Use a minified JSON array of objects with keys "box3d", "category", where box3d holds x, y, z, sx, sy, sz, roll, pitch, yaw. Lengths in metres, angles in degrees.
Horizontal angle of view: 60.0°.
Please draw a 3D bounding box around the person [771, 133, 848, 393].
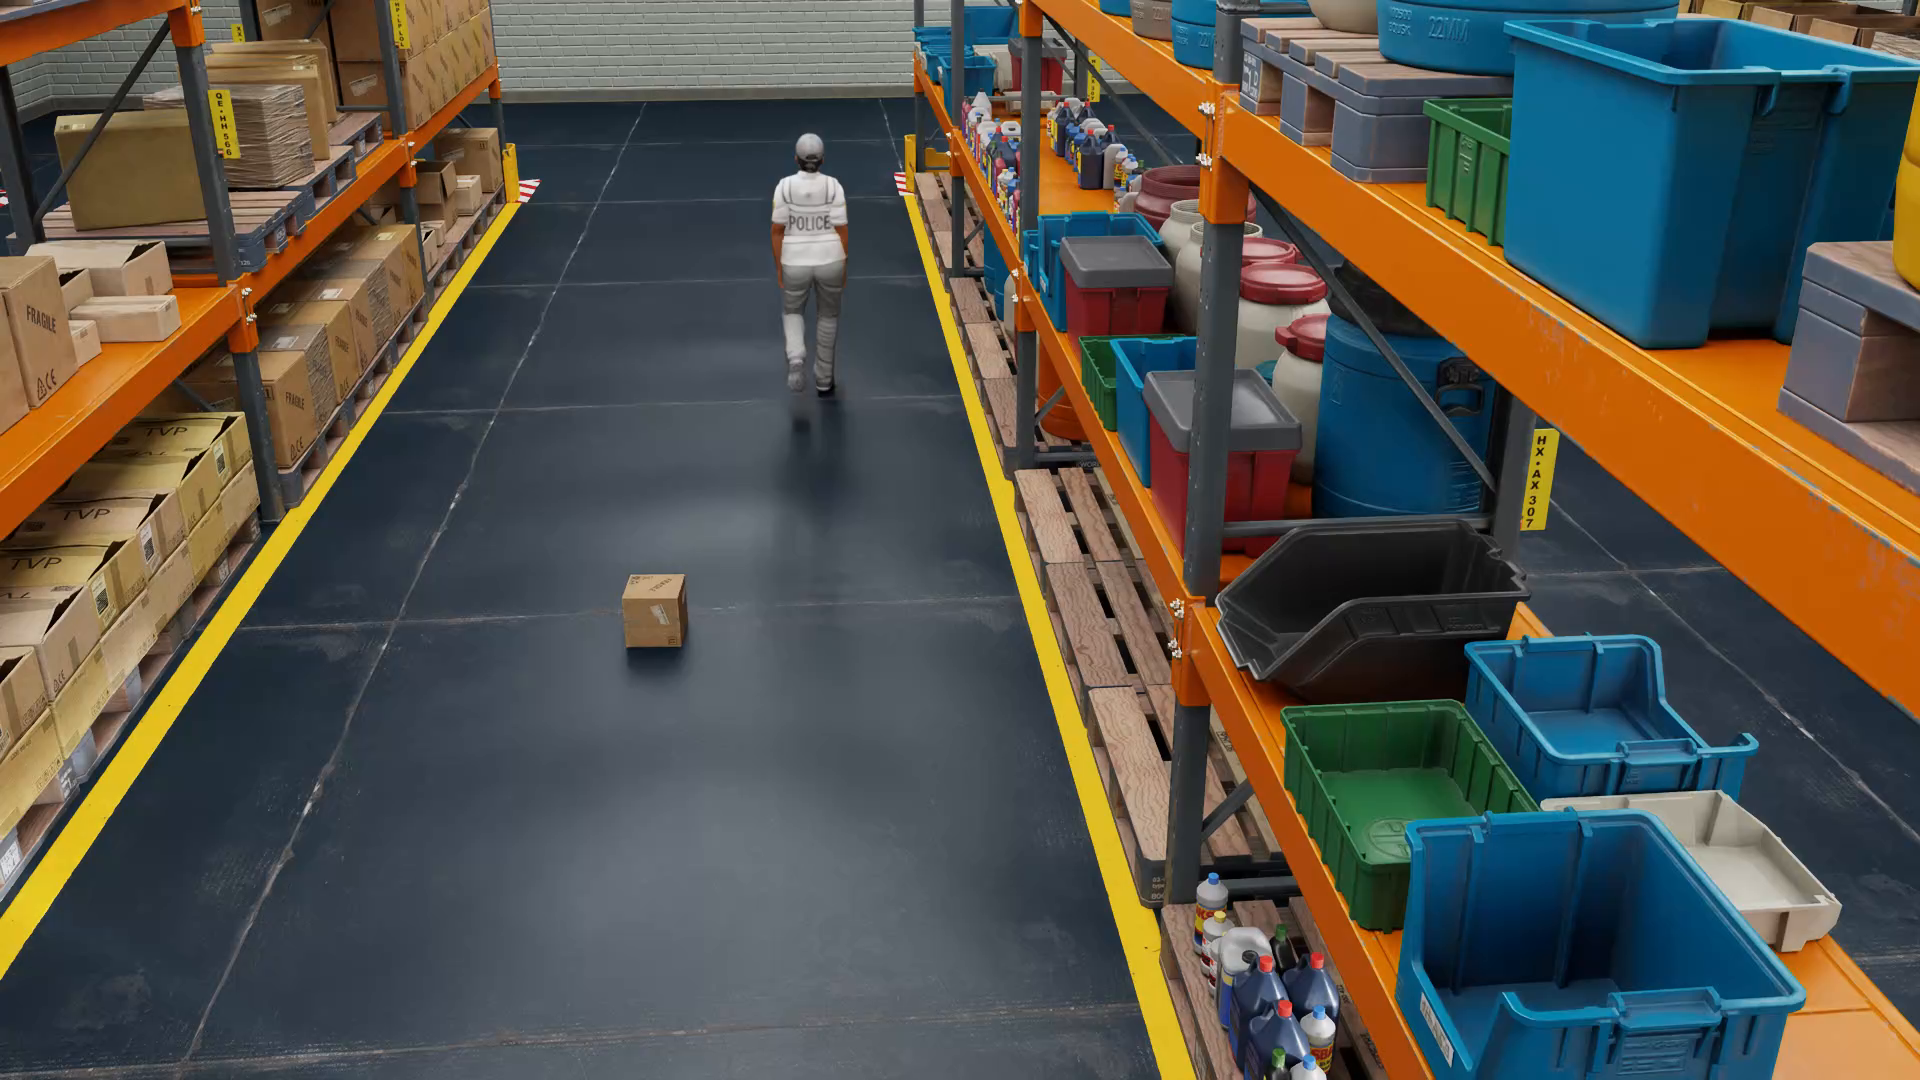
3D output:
[{"box3d":[-0.936,-1.712,10.420,0.478,1.640,0.577,-1,24,-3],"category":"person"}]
